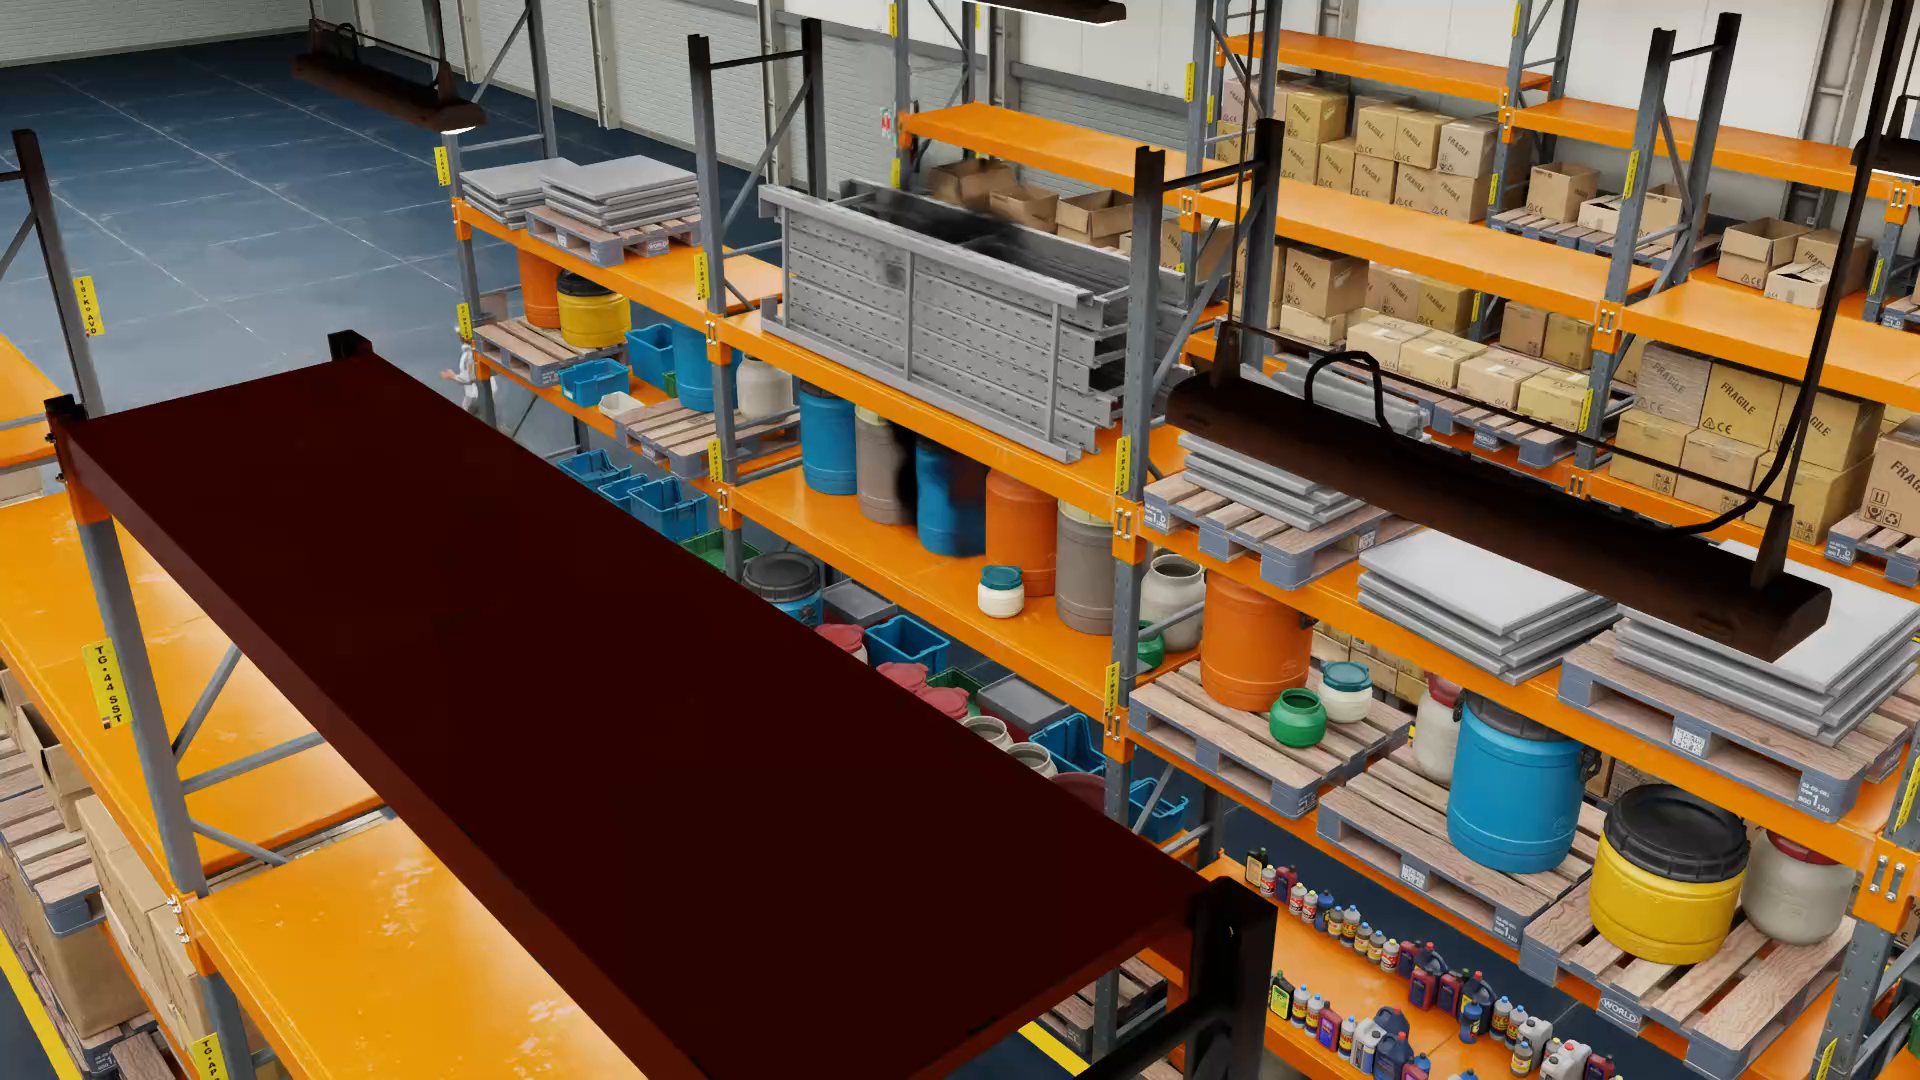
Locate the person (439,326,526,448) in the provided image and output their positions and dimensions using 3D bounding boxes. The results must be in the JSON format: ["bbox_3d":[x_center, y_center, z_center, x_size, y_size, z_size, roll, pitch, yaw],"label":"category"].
[{"bbox_3d":[-5.438,-1.654,18.886,0.834,1.826,0.621,-8,28,-15],"label":"person"}]
